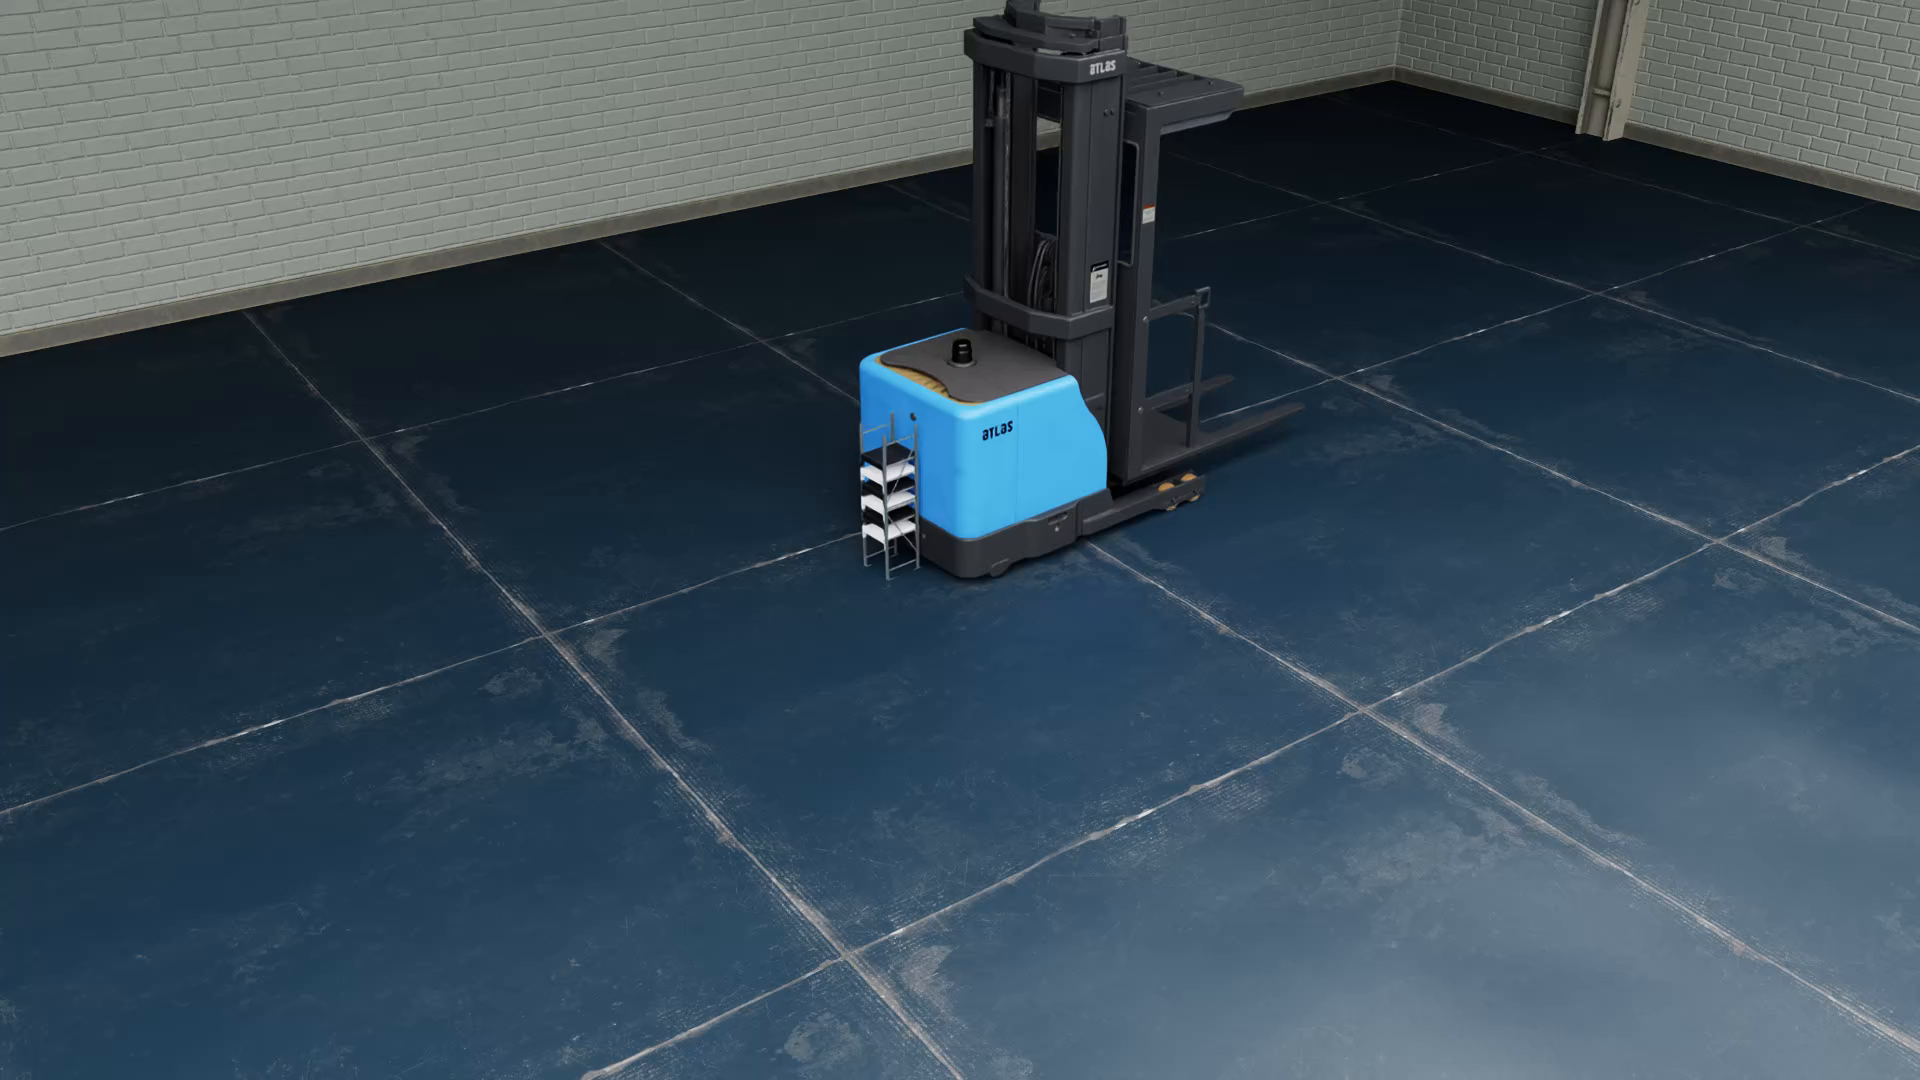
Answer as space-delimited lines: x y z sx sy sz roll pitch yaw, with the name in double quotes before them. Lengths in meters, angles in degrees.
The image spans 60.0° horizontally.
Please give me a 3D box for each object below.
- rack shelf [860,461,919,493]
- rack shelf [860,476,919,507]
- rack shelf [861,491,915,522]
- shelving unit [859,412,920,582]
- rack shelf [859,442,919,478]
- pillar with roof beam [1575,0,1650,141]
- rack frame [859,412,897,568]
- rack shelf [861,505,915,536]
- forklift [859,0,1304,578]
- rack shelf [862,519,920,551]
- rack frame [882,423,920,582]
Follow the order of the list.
"rack shelf" -0.389 -0.366 9.173 0.258 0.077 0.200 -22 35 -35
"rack shelf" -0.389 -0.287 9.216 0.258 0.077 0.200 -22 35 -35
"rack shelf" -0.389 -0.208 9.259 0.258 0.077 0.200 -22 35 -35
"shelving unit" -0.389 -0.237 9.243 0.258 0.900 0.210 -22 35 -35
"rack shelf" -0.389 -0.445 9.130 0.258 0.077 0.200 -22 35 -35
"pillar with roof beam" 3.294 -7.073 13.345 9.100 9.000 0.400 -19 34 -31
"rack frame" -0.455 -0.274 9.311 0.240 0.900 0.006 -22 35 -35
"rack shelf" -0.389 -0.129 9.302 0.258 0.077 0.200 -22 35 -35
"forklift" 0.877 -1.641 9.701 3.031 2.935 1.130 -21 35 -34
"rack shelf" -0.389 -0.049 9.345 0.258 0.077 0.200 -22 35 -35
"rack frame" -0.324 -0.200 9.175 0.240 0.900 0.006 -22 35 -35
